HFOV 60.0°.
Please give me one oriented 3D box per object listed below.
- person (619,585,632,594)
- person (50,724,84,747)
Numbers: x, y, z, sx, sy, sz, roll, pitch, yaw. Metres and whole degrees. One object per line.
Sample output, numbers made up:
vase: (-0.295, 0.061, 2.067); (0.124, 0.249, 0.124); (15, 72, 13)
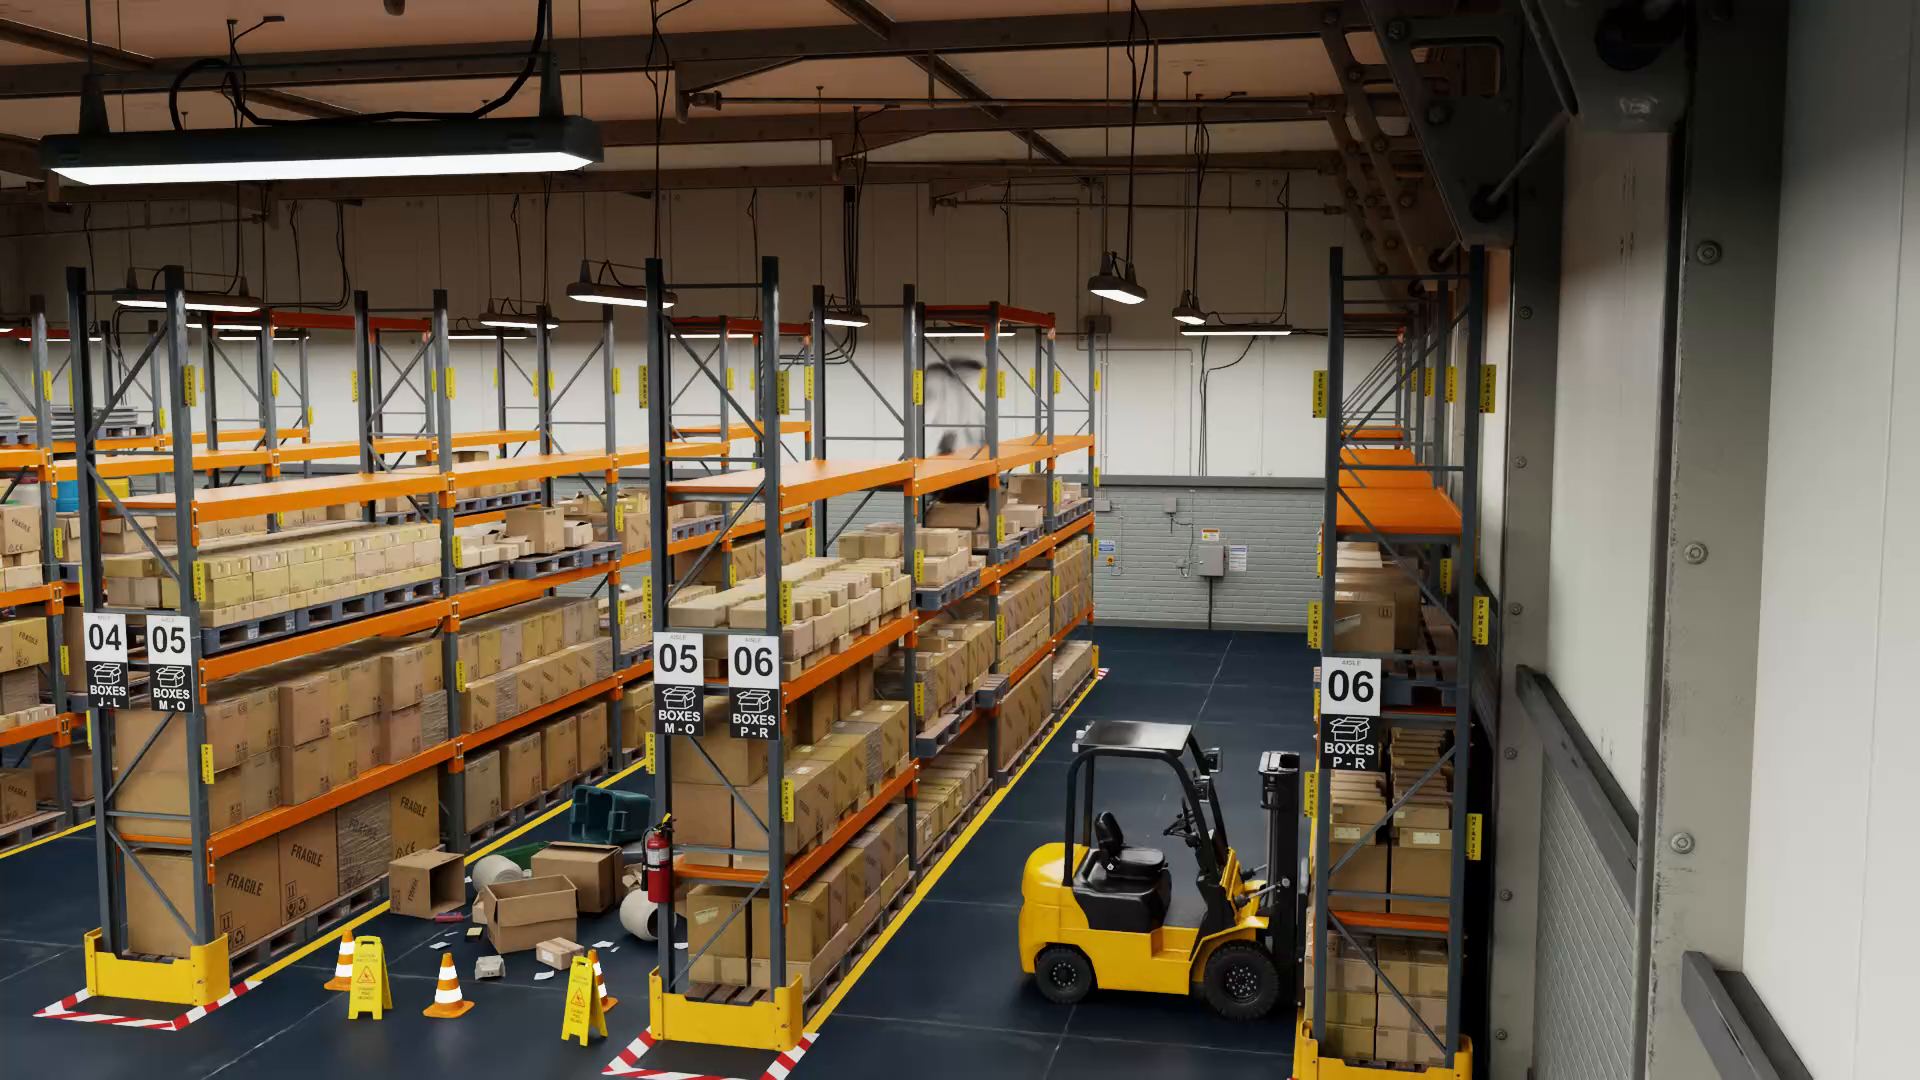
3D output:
person: (-5.366, 1.588, 26.828); (0.668, 1.747, 0.621); (2, 6, 15)
person: (-12.545, 1.995, 23.349); (0.599, 1.693, 0.918); (0, 6, -1)
